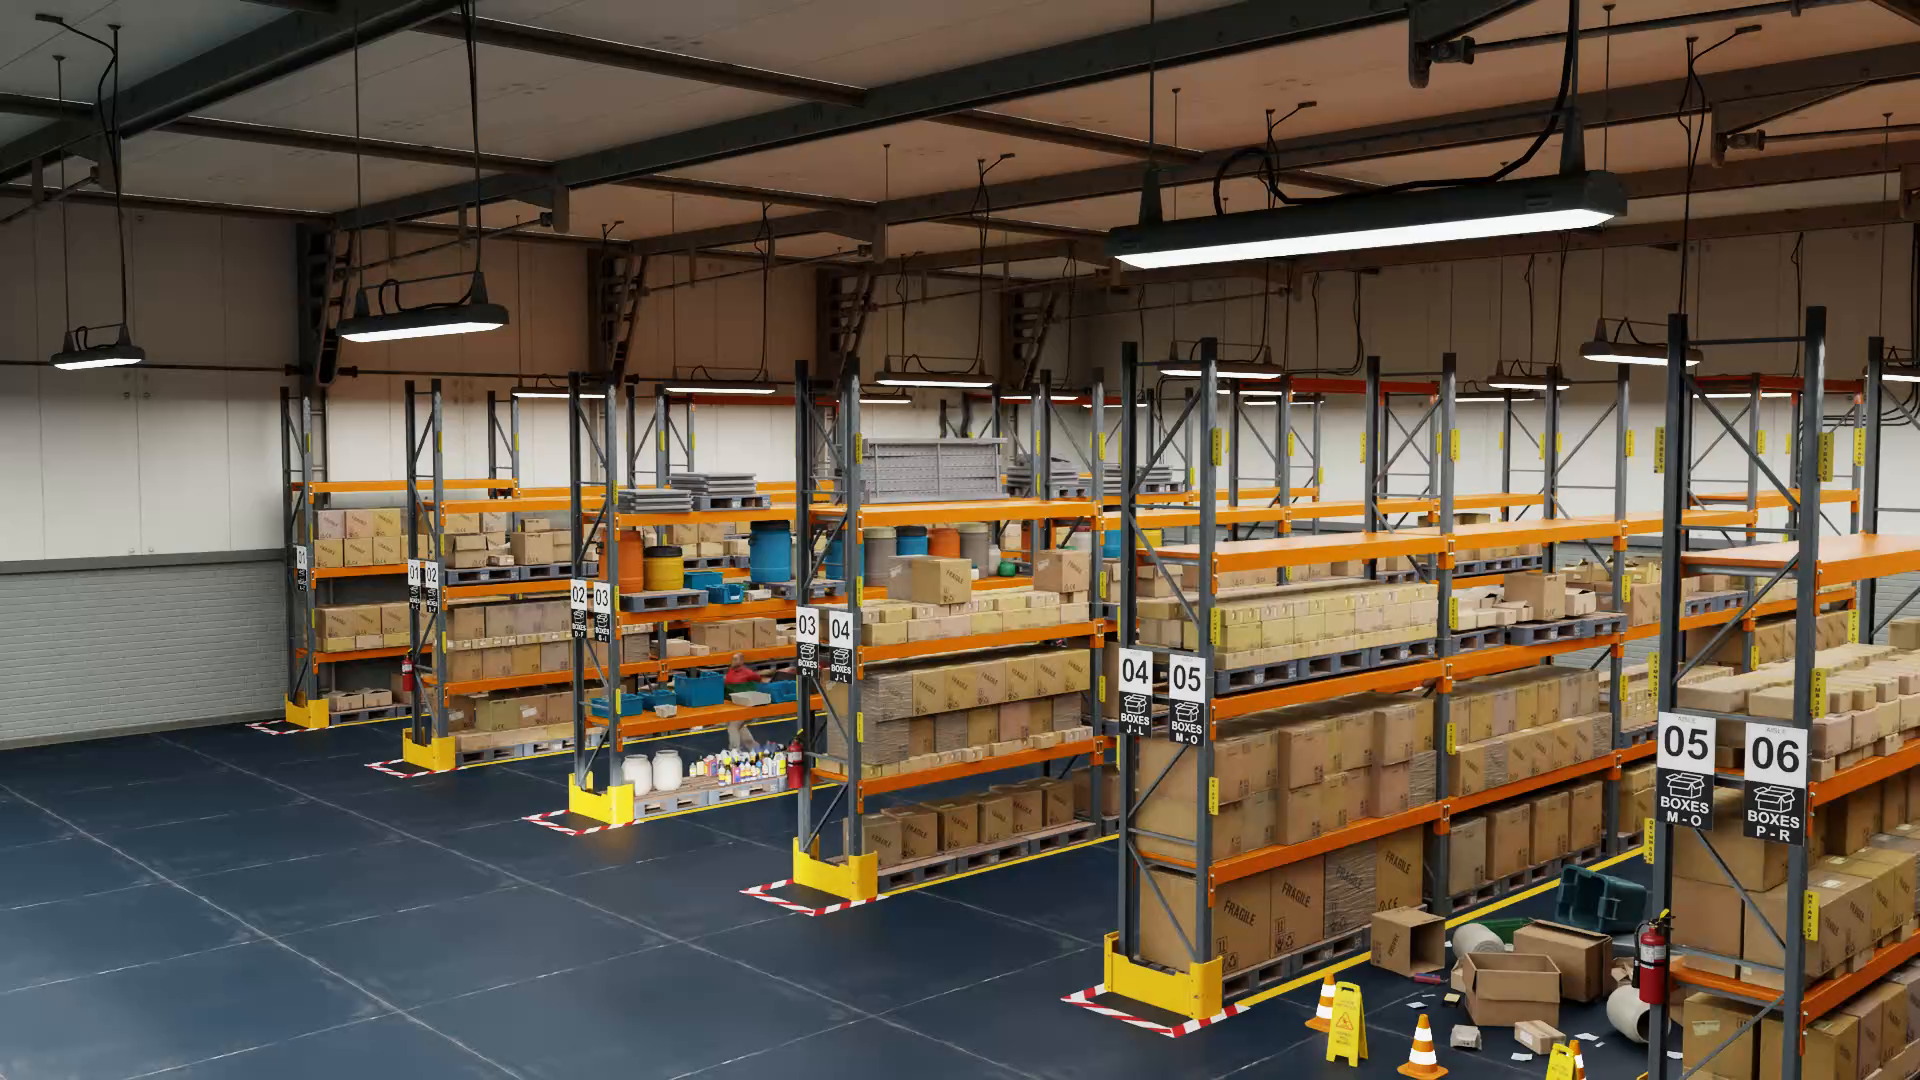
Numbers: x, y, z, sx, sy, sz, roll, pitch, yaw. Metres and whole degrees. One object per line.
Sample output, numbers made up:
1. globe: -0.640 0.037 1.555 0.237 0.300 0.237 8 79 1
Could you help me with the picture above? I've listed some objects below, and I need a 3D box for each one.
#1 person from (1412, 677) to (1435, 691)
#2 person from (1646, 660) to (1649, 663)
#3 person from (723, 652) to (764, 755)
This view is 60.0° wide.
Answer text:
1. person: 6.826 2.753 24.282 0.699 1.738 0.758 3 5 39
2. person: 11.071 2.697 26.333 0.791 1.677 0.594 -2 4 -30
3. person: -3.441 2.642 25.946 0.845 1.782 0.642 -3 5 -43
